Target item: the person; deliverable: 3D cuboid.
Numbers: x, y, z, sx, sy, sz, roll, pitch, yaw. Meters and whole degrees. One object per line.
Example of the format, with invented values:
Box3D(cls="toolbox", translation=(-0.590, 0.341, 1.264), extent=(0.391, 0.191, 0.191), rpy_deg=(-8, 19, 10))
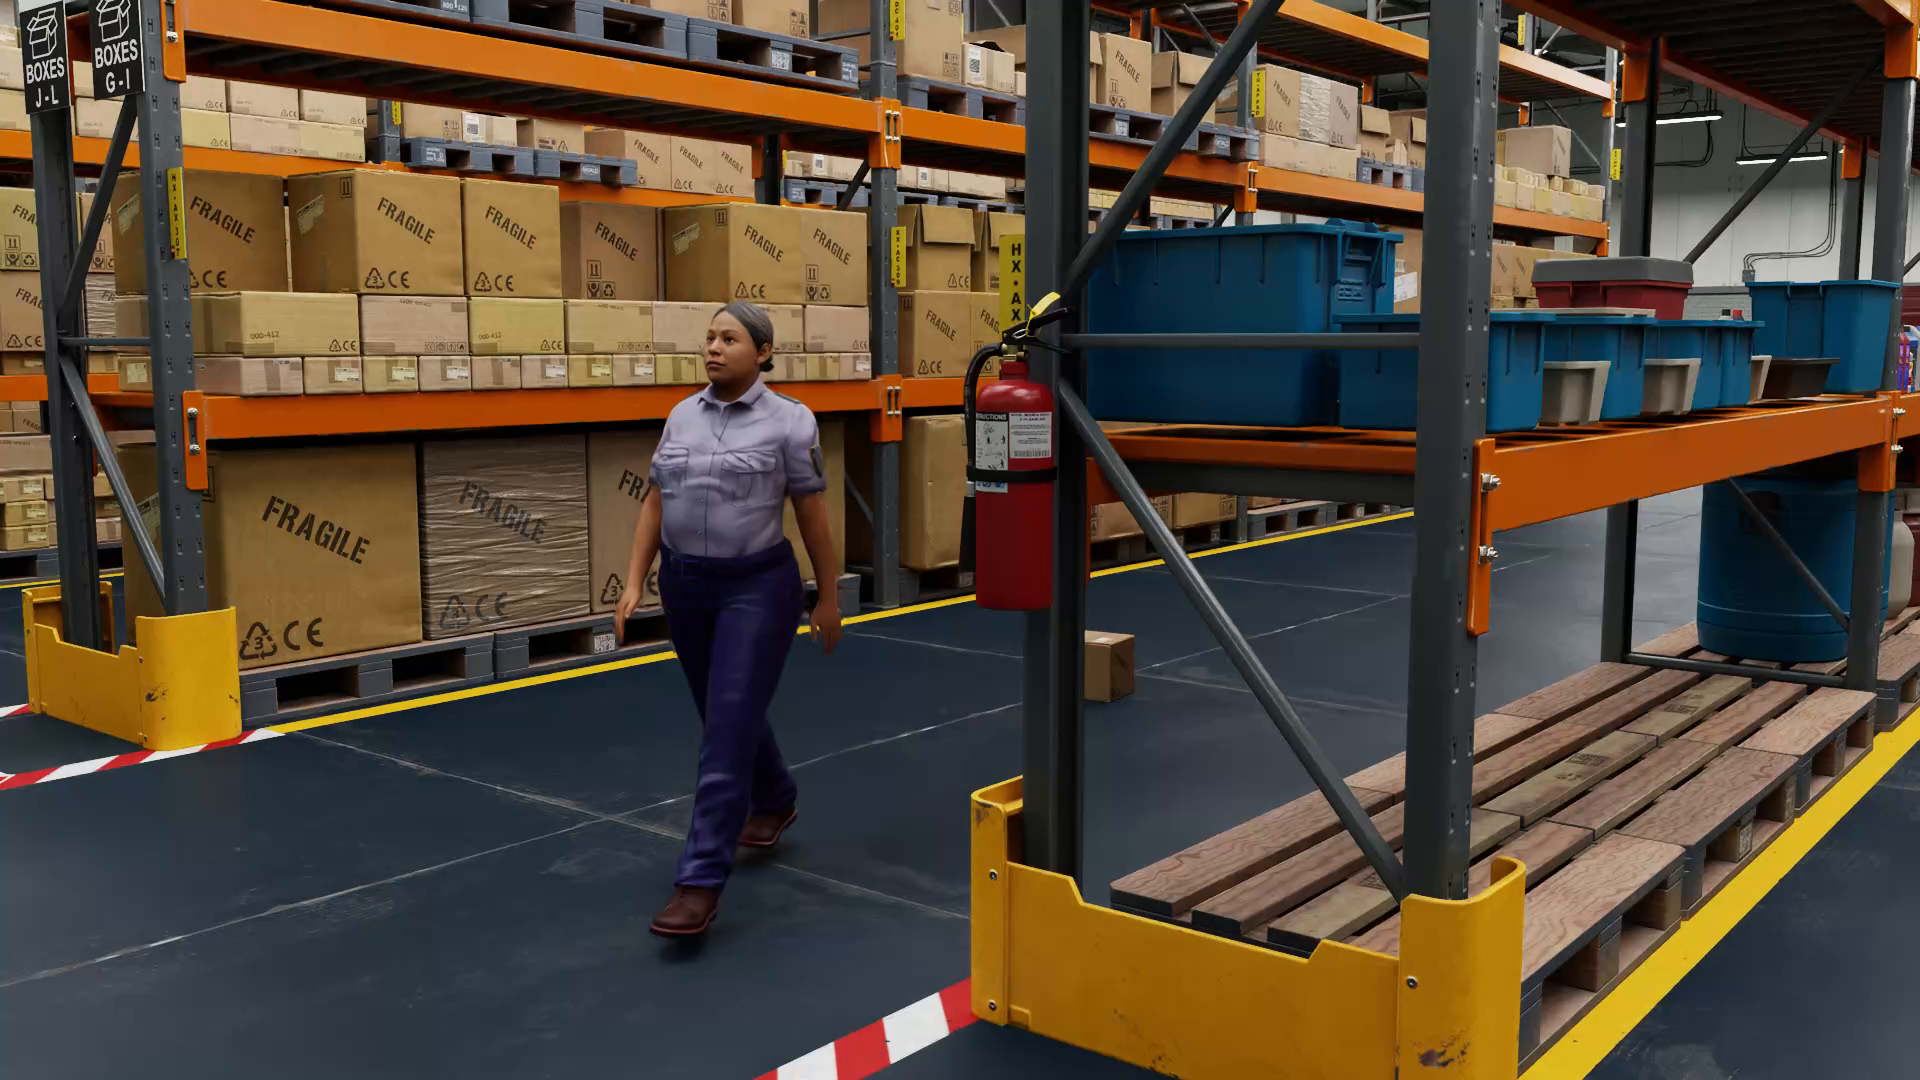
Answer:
Box3D(cls="person", translation=(-0.653, 0.153, 4.473), extent=(0.511, 1.583, 1.008), rpy_deg=(3, 8, 25))
